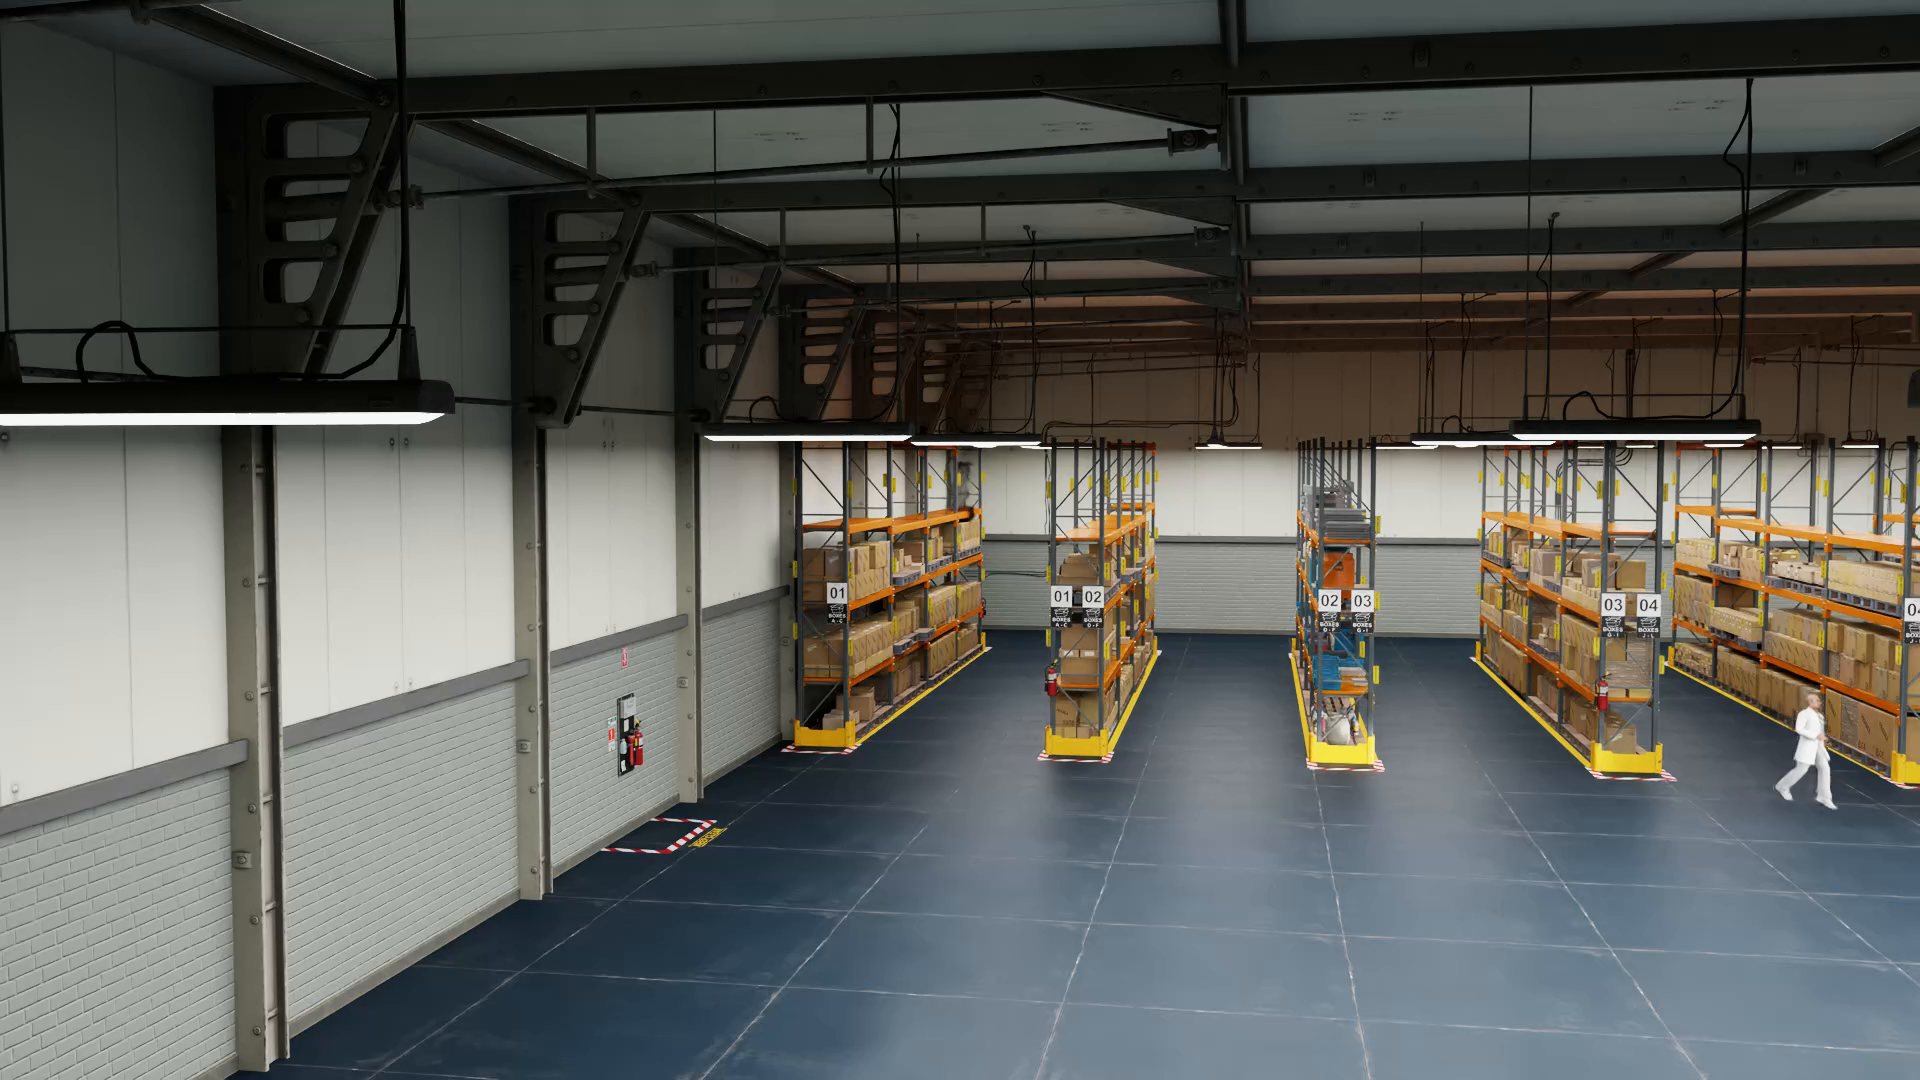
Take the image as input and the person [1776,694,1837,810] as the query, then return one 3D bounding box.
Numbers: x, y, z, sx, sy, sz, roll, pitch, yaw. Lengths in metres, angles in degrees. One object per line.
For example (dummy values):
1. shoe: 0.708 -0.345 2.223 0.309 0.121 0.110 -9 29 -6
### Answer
1. person: 13.813 3.400 26.997 0.750 1.801 1.012 -2 4 -31
